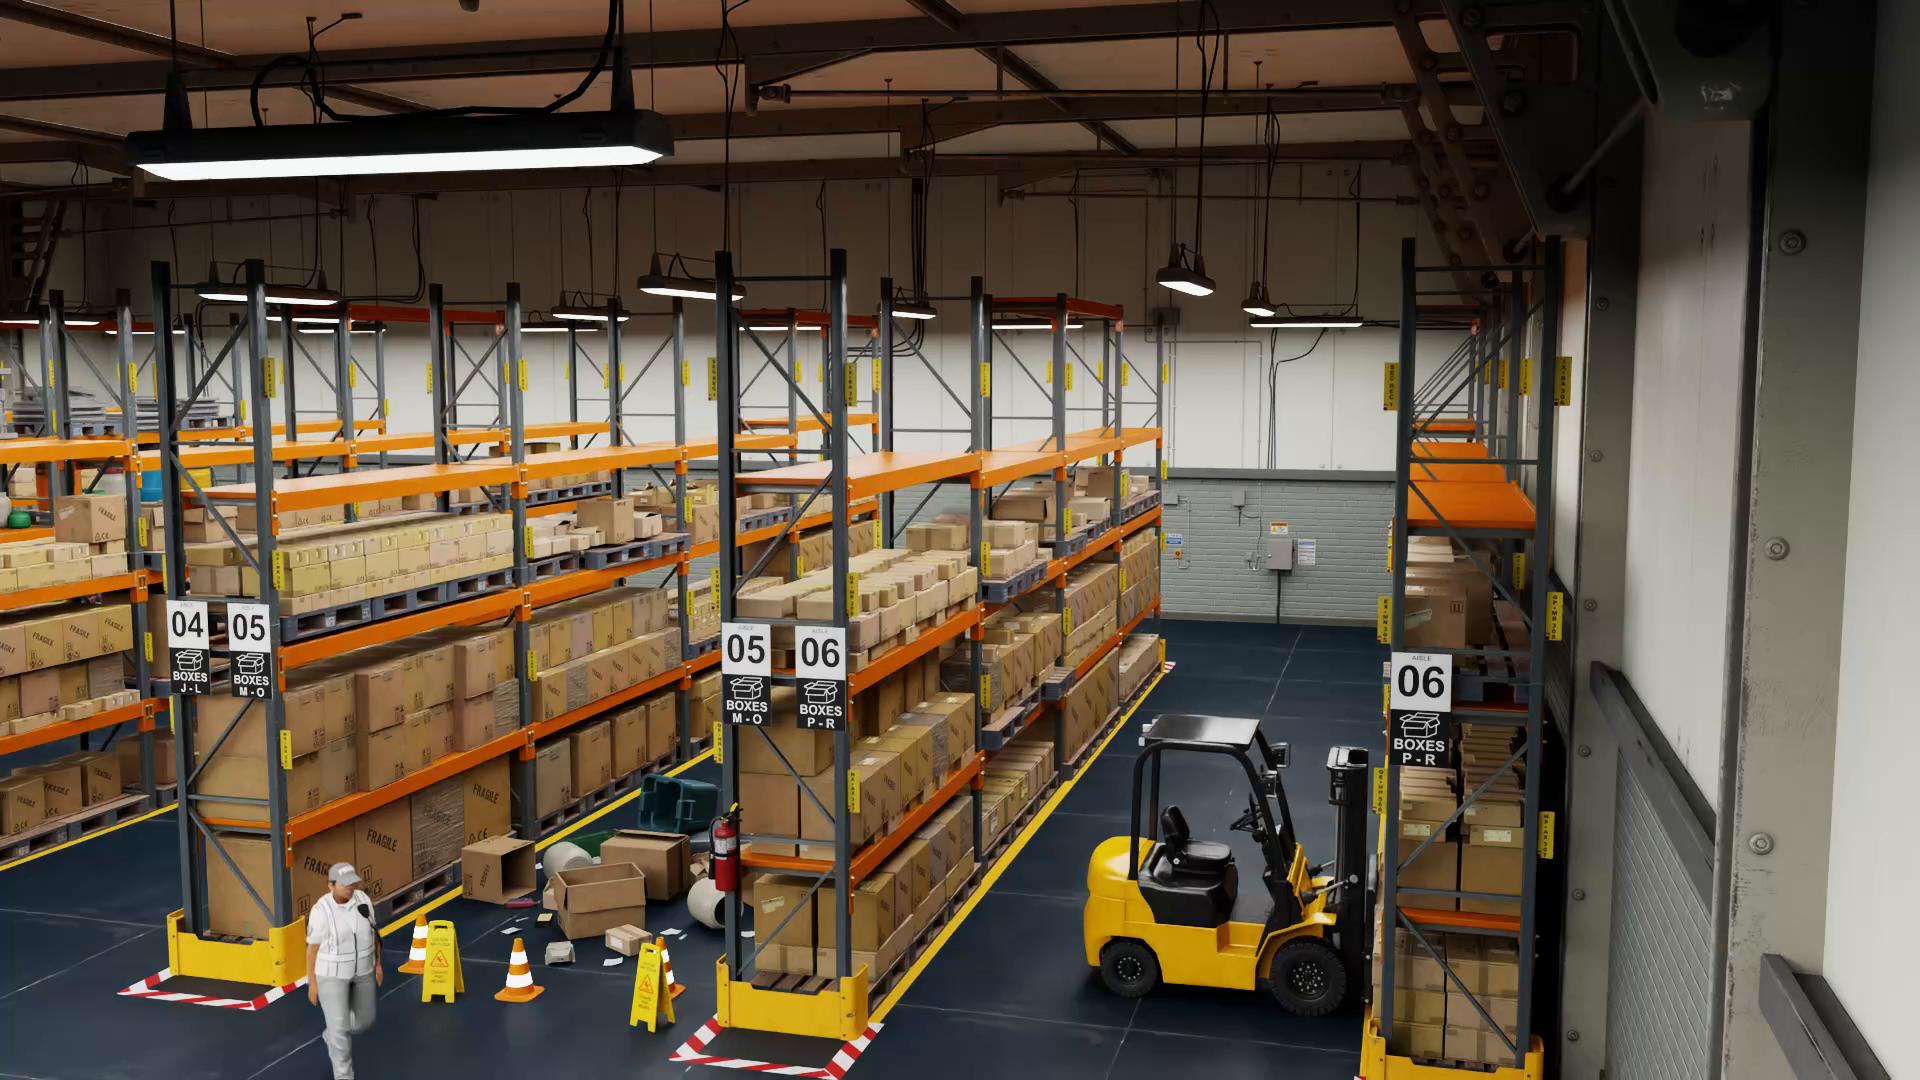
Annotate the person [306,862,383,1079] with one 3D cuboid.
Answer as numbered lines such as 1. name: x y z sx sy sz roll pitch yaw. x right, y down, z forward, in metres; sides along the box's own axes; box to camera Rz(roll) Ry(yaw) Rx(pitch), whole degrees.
1. person: -4.397 3.093 11.883 0.820 1.627 0.523 6 8 44
